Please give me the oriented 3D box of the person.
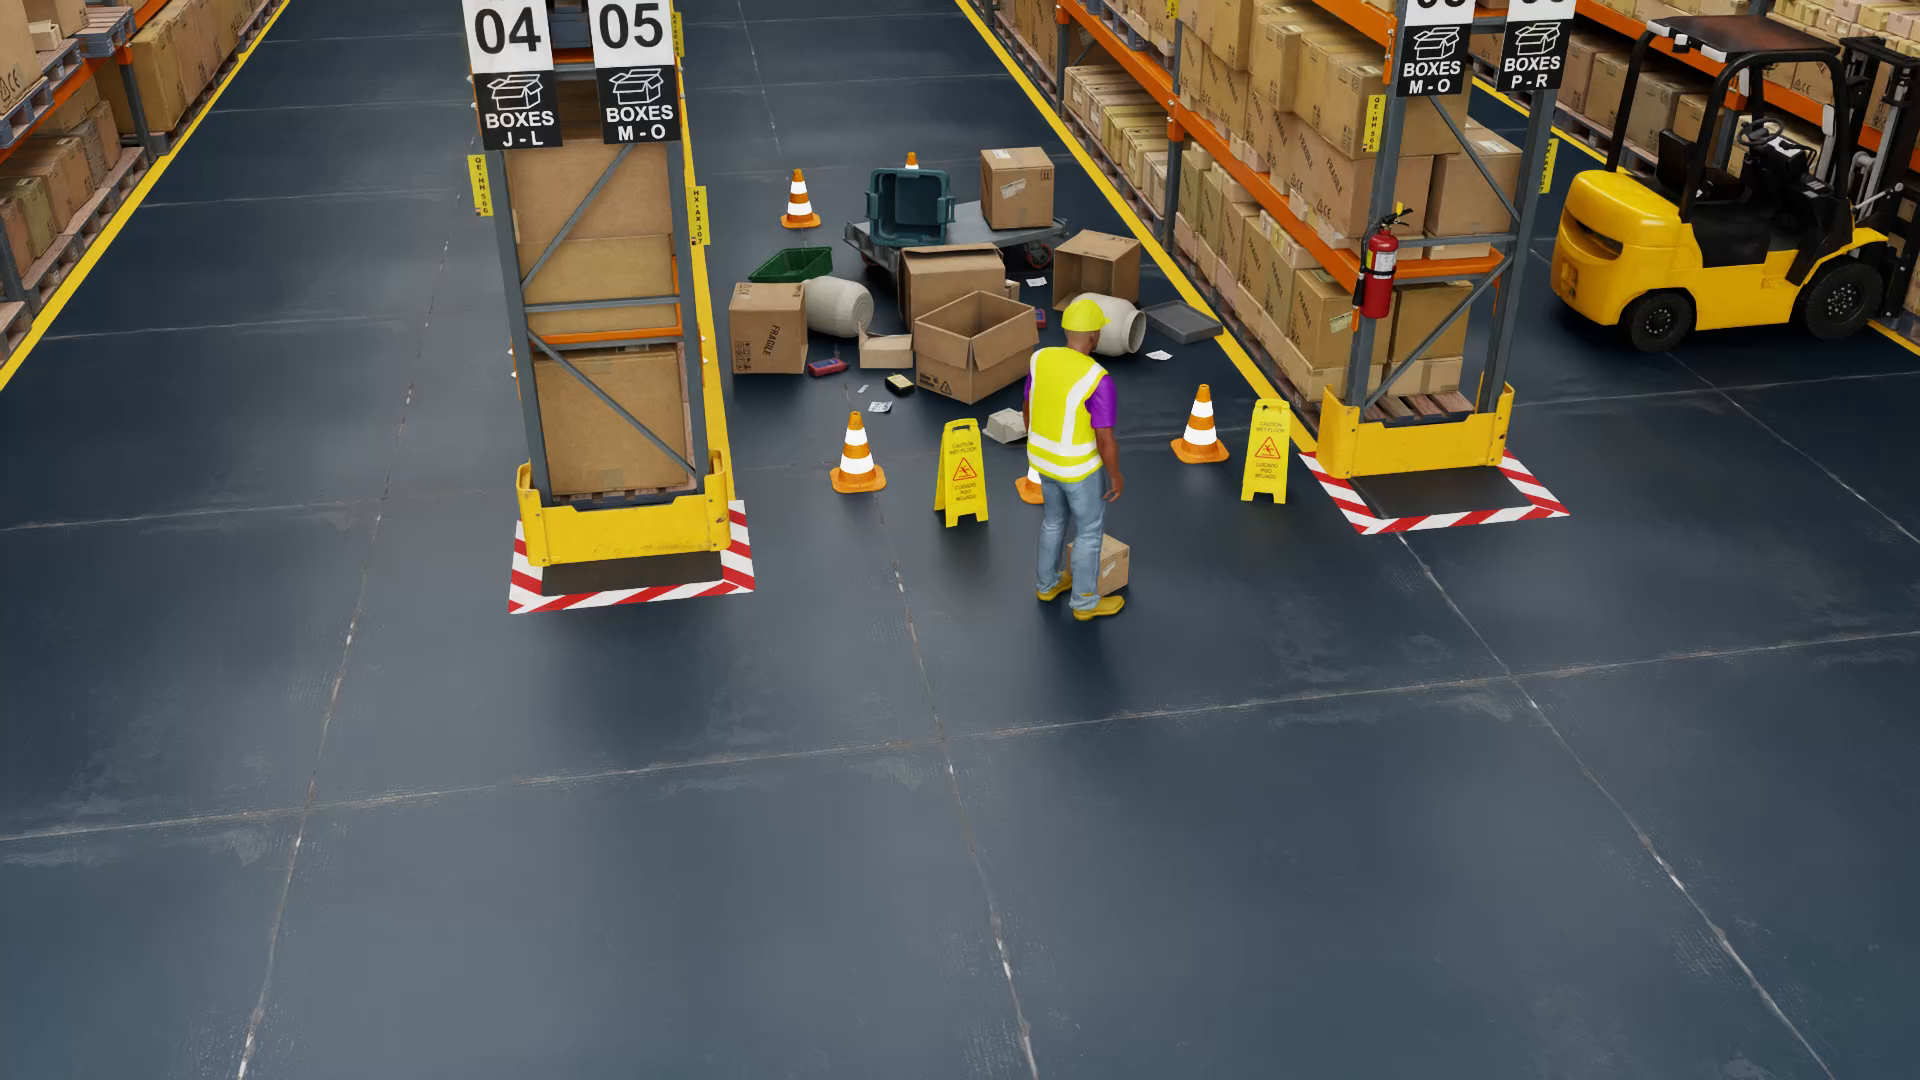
[{"bbox_3d":[0.602,-0.432,8.852,0.455,1.760,0.635,-26,39,-36],"label":"person"}]
